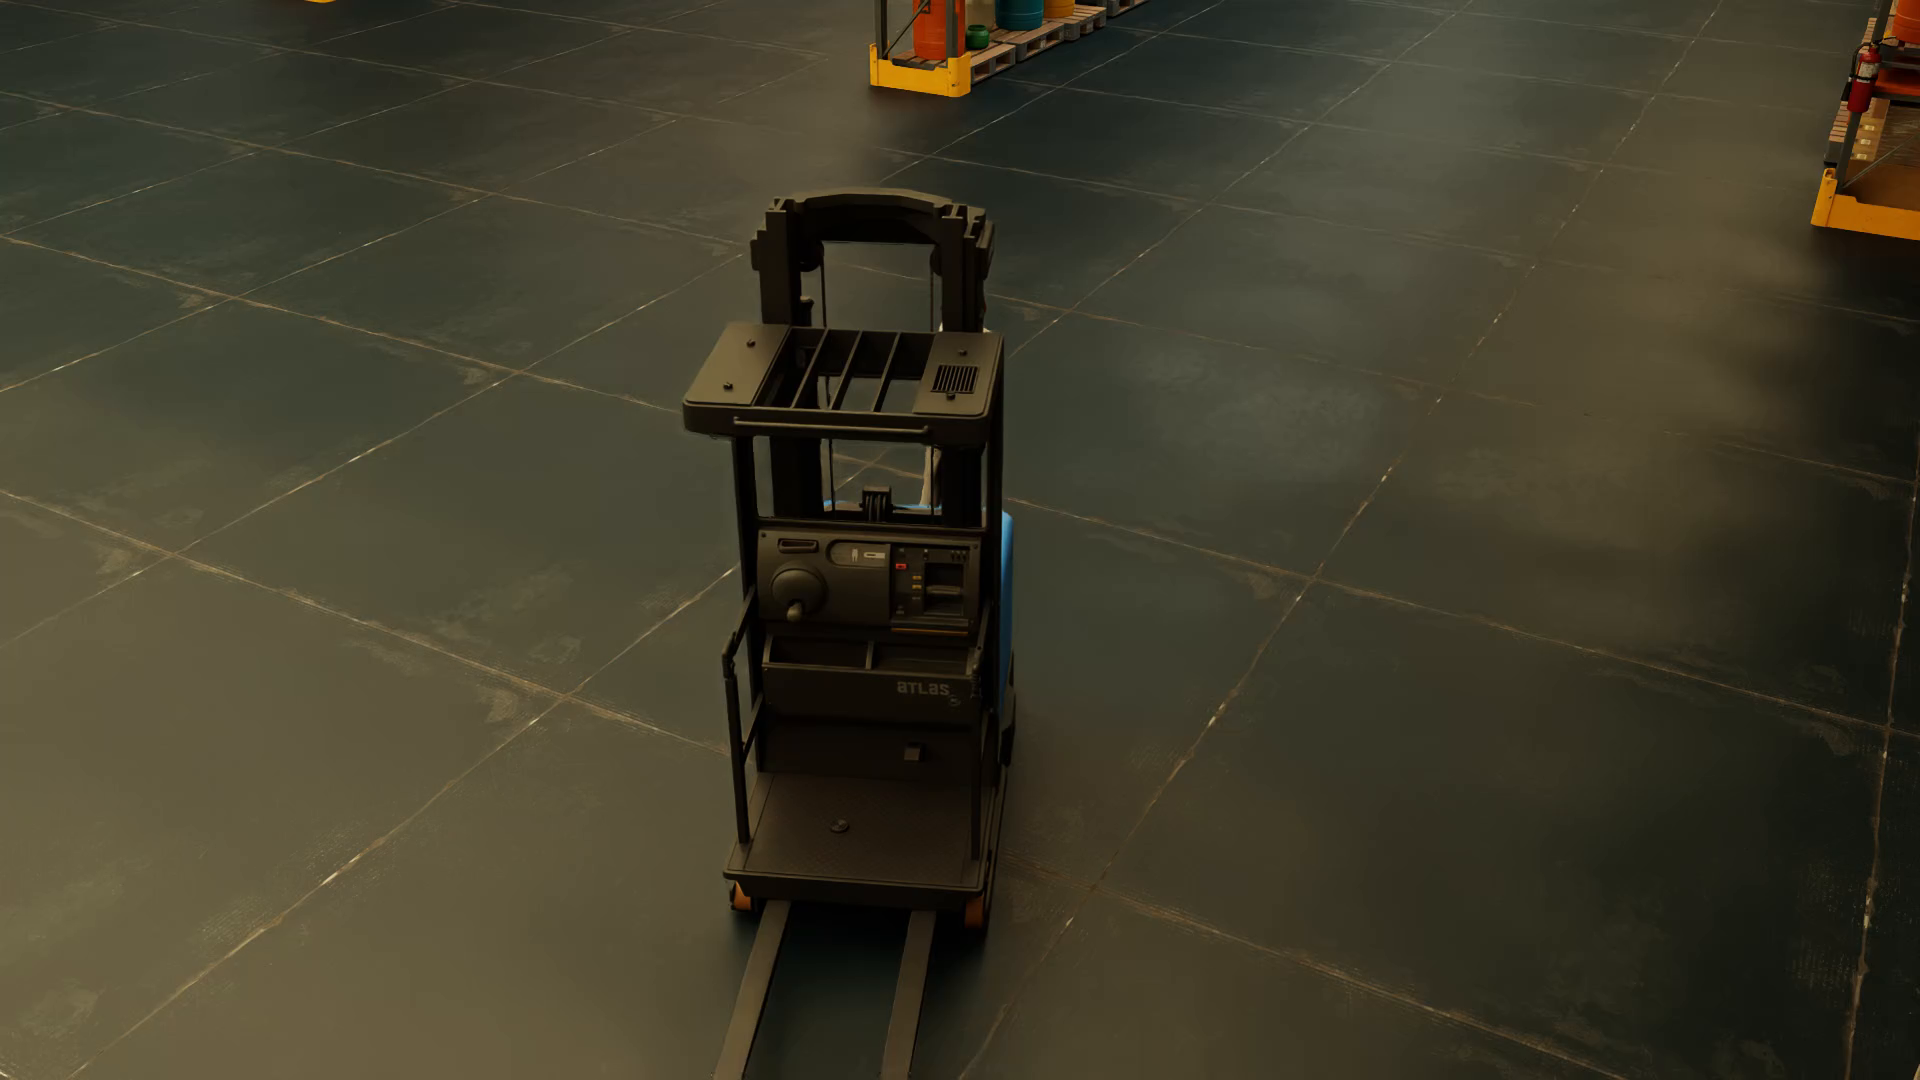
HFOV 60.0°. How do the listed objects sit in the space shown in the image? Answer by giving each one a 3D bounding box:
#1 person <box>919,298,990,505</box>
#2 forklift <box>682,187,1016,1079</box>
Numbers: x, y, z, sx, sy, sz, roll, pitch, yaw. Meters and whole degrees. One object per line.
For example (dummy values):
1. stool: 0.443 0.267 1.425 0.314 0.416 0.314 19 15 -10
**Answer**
1. person: -0.048 -0.669 9.550 0.521 1.596 0.475 15 33 25
2. forklift: -0.399 0.212 6.704 1.130 2.935 3.031 3 30 5
